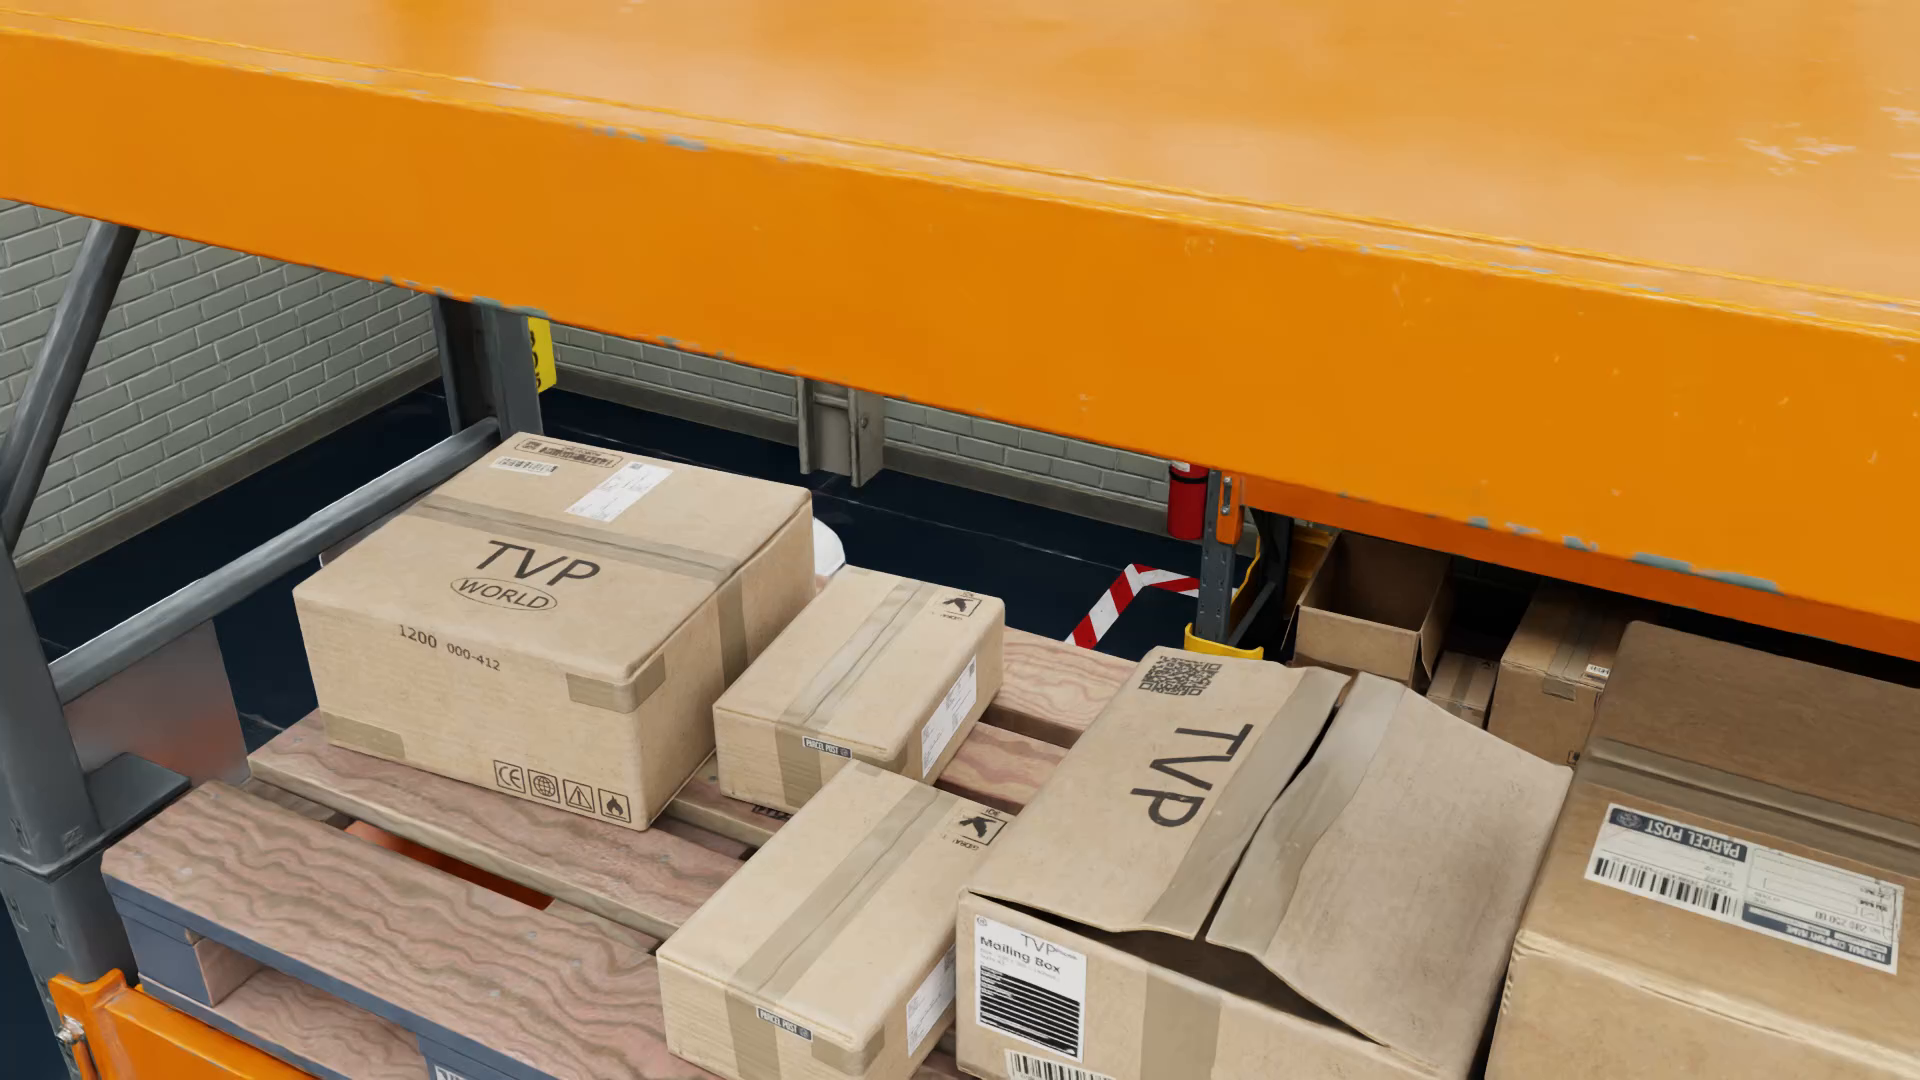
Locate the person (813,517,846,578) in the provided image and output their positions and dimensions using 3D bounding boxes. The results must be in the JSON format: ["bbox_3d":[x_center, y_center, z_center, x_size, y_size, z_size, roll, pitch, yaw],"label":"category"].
[{"bbox_3d":[-0.993,0.290,7.386,0.997,0.987,0.508,13,32,21],"label":"person"}]
